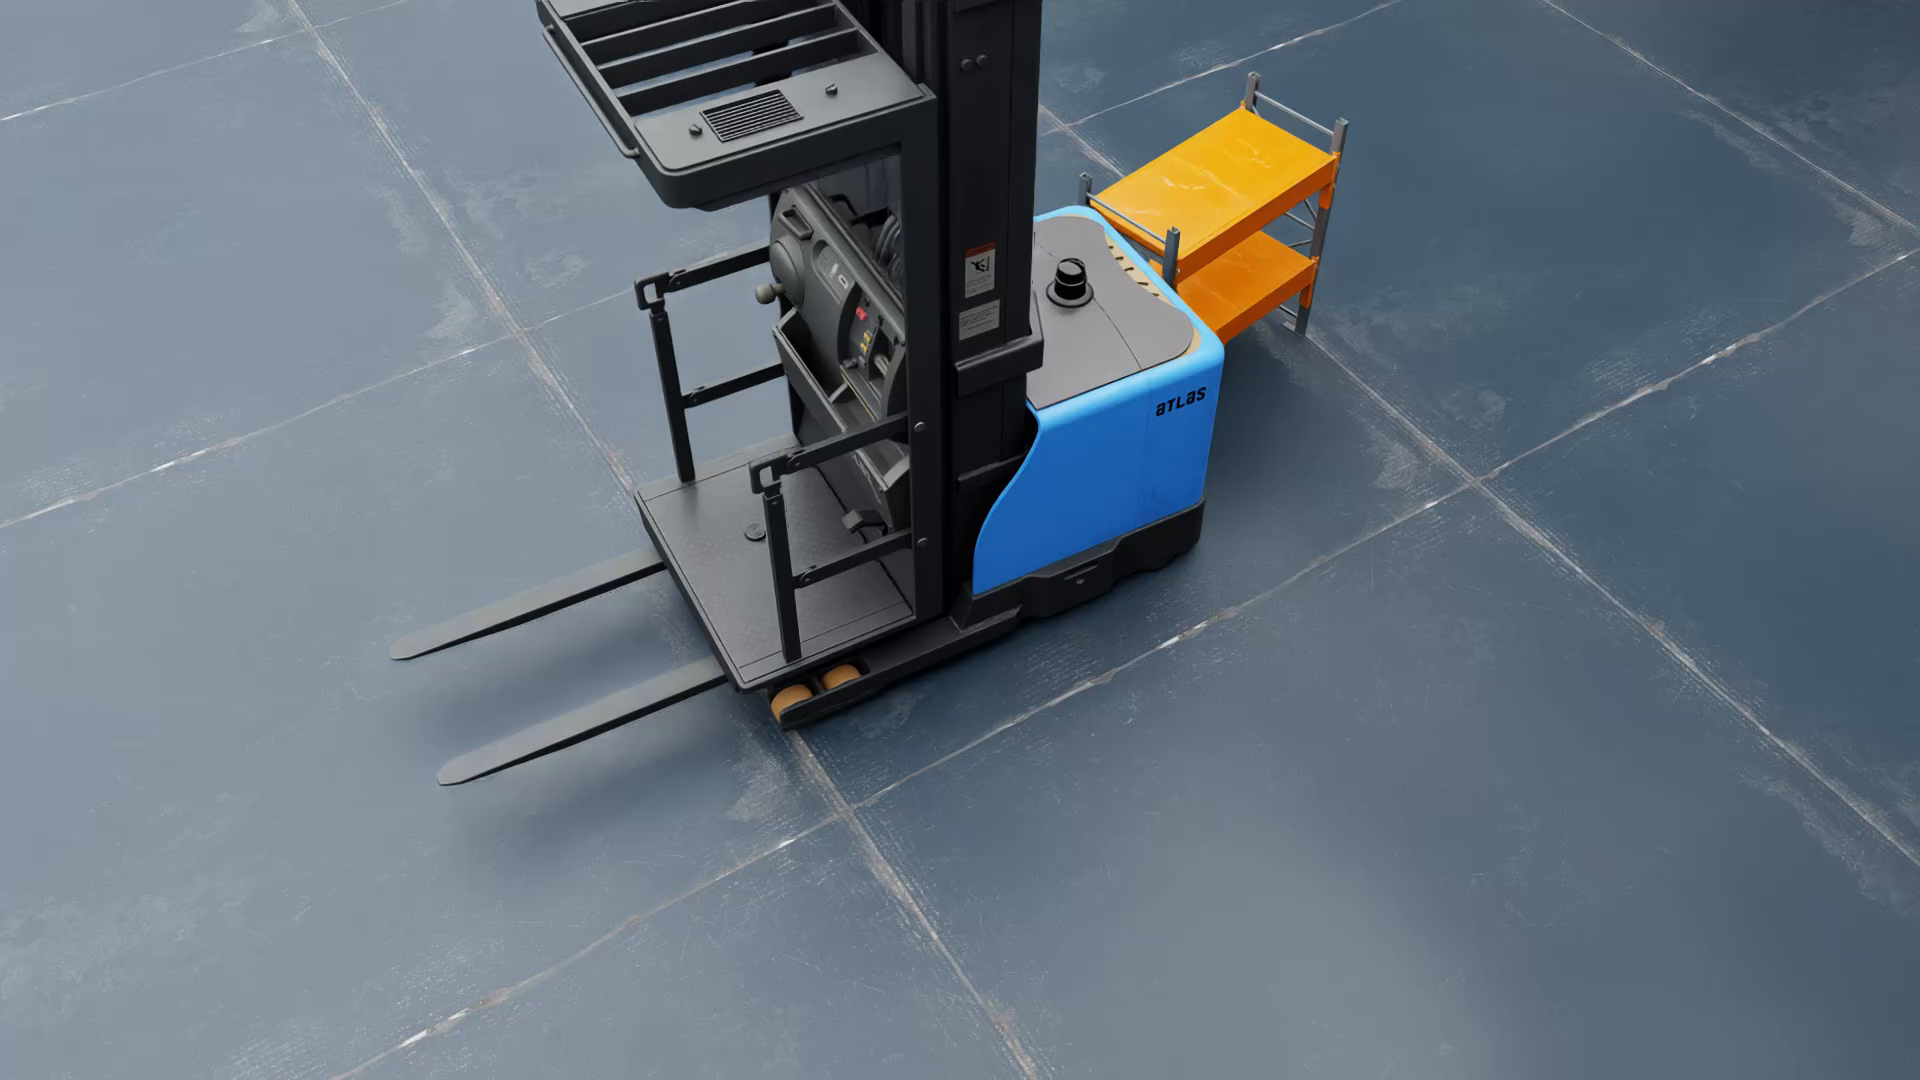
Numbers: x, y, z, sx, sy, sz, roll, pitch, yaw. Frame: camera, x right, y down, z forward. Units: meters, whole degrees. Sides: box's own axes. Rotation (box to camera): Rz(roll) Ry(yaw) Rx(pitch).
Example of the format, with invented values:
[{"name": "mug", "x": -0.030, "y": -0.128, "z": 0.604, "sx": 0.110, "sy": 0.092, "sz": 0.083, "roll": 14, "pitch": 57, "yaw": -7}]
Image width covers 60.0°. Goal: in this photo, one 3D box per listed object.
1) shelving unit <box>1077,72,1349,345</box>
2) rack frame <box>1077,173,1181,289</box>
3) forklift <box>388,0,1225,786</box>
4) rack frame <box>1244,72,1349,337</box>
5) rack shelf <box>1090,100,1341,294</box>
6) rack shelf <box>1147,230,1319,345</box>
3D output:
[{"name": "shelving unit", "x": 1.013, "y": -1.173, "z": 6.987, "sx": 1.048, "sy": 1.125, "sz": 0.538, "roll": -35, "pitch": 57, "yaw": -27}, {"name": "rack frame", "x": 0.644, "y": -0.912, "z": 6.754, "sx": 0.032, "sy": 1.125, "sz": 0.500, "roll": -35, "pitch": 57, "yaw": -27}, {"name": "forklift", "x": -0.588, "y": -0.742, "z": 5.393, "sx": 3.031, "sy": 2.935, "sz": 1.130, "roll": -22, "pitch": 52, "yaw": -18}, {"name": "rack frame", "x": 1.381, "y": -1.435, "z": 7.220, "sx": 0.032, "sy": 1.125, "sz": 0.500, "roll": -35, "pitch": 57, "yaw": -27}, {"name": "rack shelf", "x": 1.013, "y": -1.368, "z": 6.768, "sx": 1.000, "sy": 0.278, "sz": 0.538, "roll": -35, "pitch": 57, "yaw": -27}, {"name": "rack shelf", "x": 1.013, "y": -1.011, "z": 7.169, "sx": 1.000, "sy": 0.278, "sz": 0.538, "roll": -35, "pitch": 57, "yaw": -27}]
